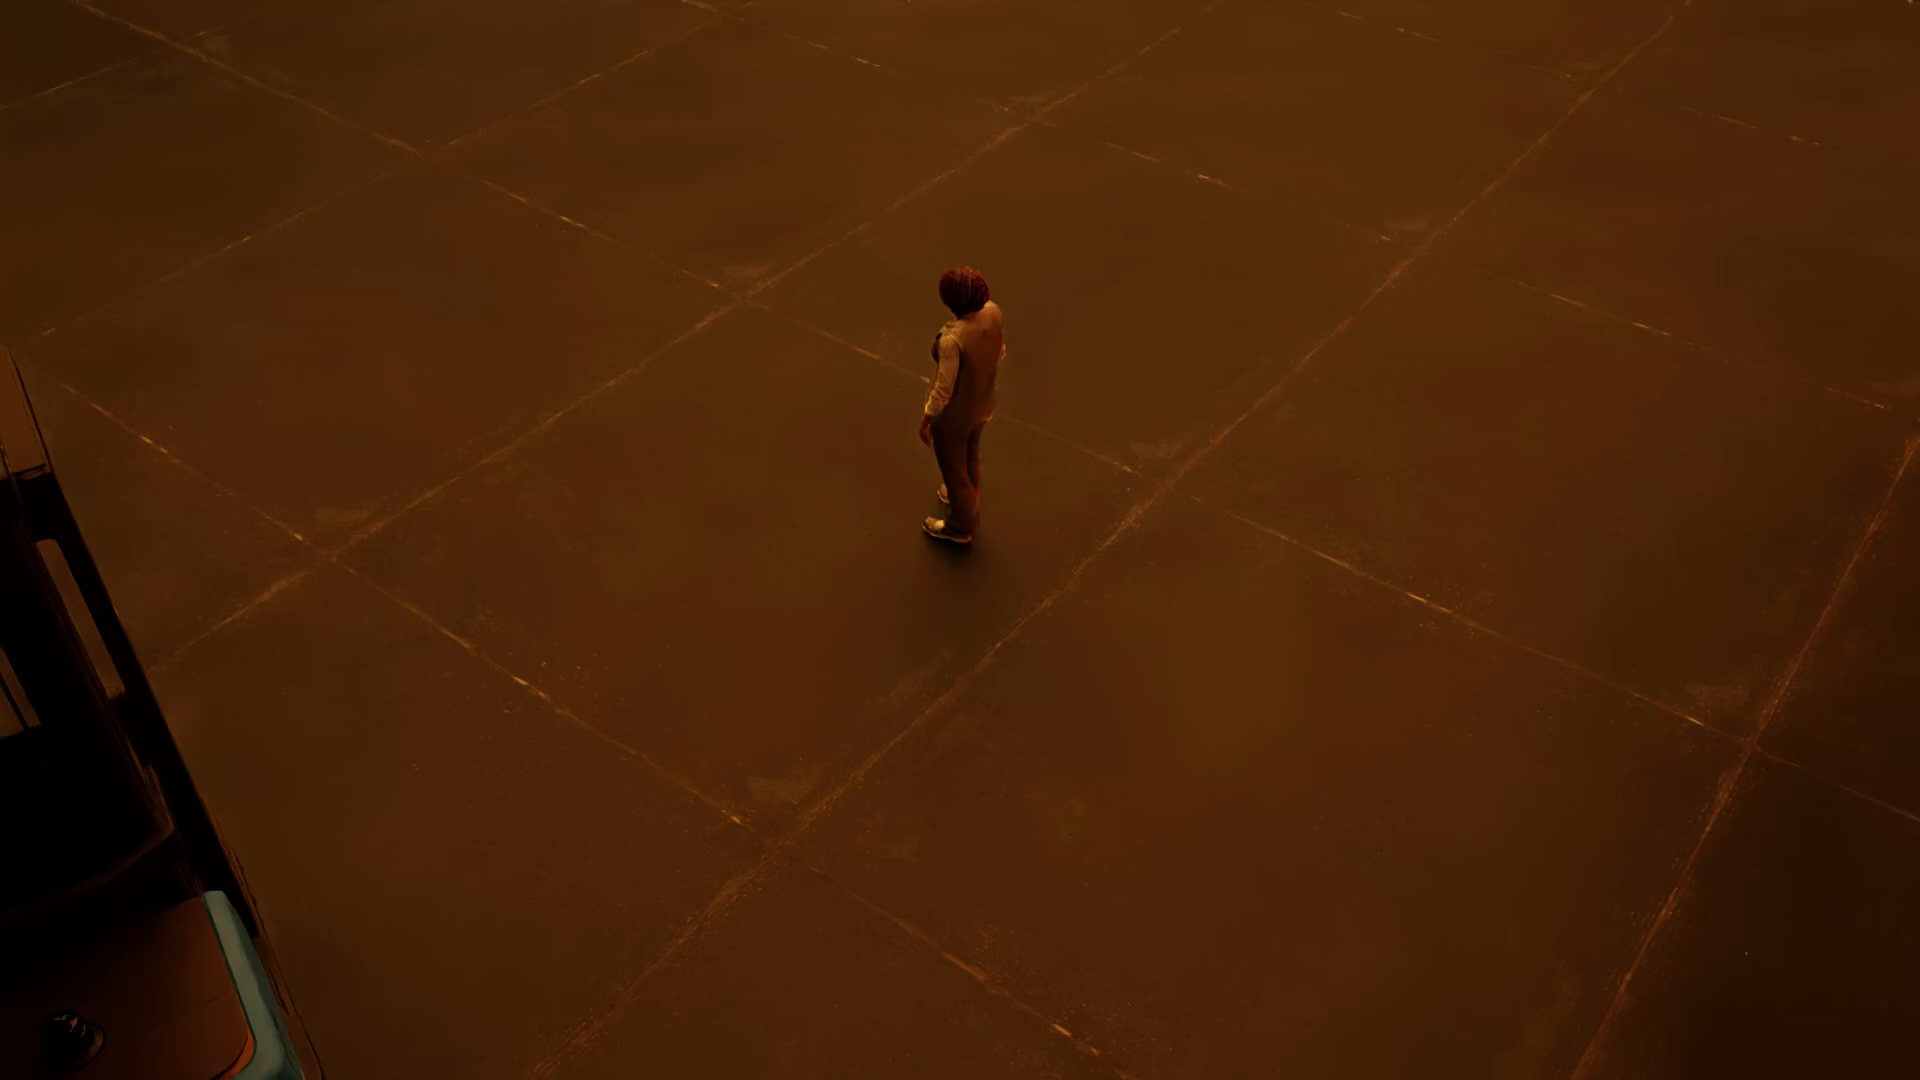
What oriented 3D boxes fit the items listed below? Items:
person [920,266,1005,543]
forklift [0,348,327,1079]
[{"bbox_3d":[-0.050,-0.649,7.853,0.474,1.597,0.521,26,47,28],"label":"person"},{"bbox_3d":[-3.202,0.605,5.365,1.130,2.935,3.031,-23,45,-24],"label":"forklift"}]
